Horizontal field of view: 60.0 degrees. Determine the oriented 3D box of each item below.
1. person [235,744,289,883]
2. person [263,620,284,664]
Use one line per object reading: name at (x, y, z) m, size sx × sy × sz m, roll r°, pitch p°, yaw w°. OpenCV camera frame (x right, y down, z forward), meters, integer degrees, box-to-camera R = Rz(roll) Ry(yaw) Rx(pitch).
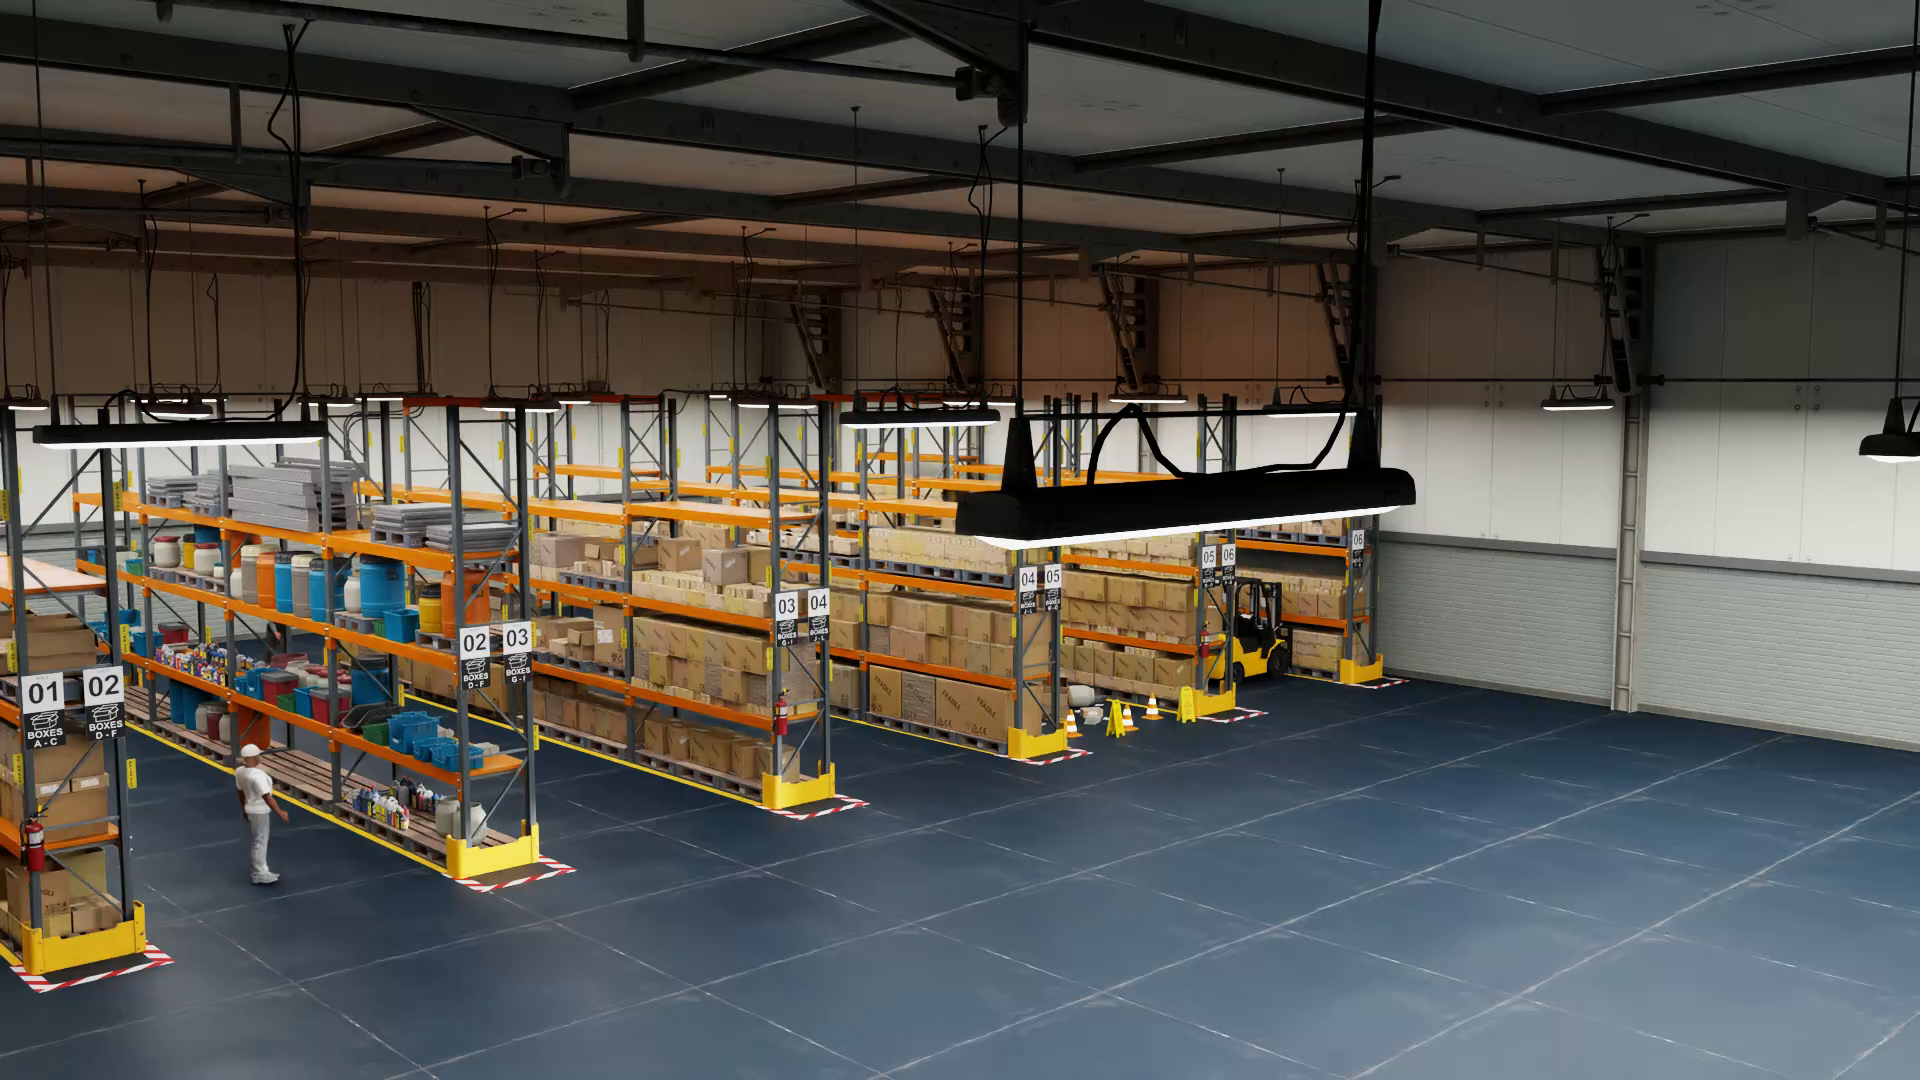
person at (-8.778, 3.444, 20.941) m, size 0.616 × 1.798 × 0.632 m, roll -2°, pitch 6°, yaw -21°
person at (-14.739, 2.010, 35.916) m, size 0.942 × 1.684 × 0.491 m, roll 3°, pitch 6°, yaw 29°
